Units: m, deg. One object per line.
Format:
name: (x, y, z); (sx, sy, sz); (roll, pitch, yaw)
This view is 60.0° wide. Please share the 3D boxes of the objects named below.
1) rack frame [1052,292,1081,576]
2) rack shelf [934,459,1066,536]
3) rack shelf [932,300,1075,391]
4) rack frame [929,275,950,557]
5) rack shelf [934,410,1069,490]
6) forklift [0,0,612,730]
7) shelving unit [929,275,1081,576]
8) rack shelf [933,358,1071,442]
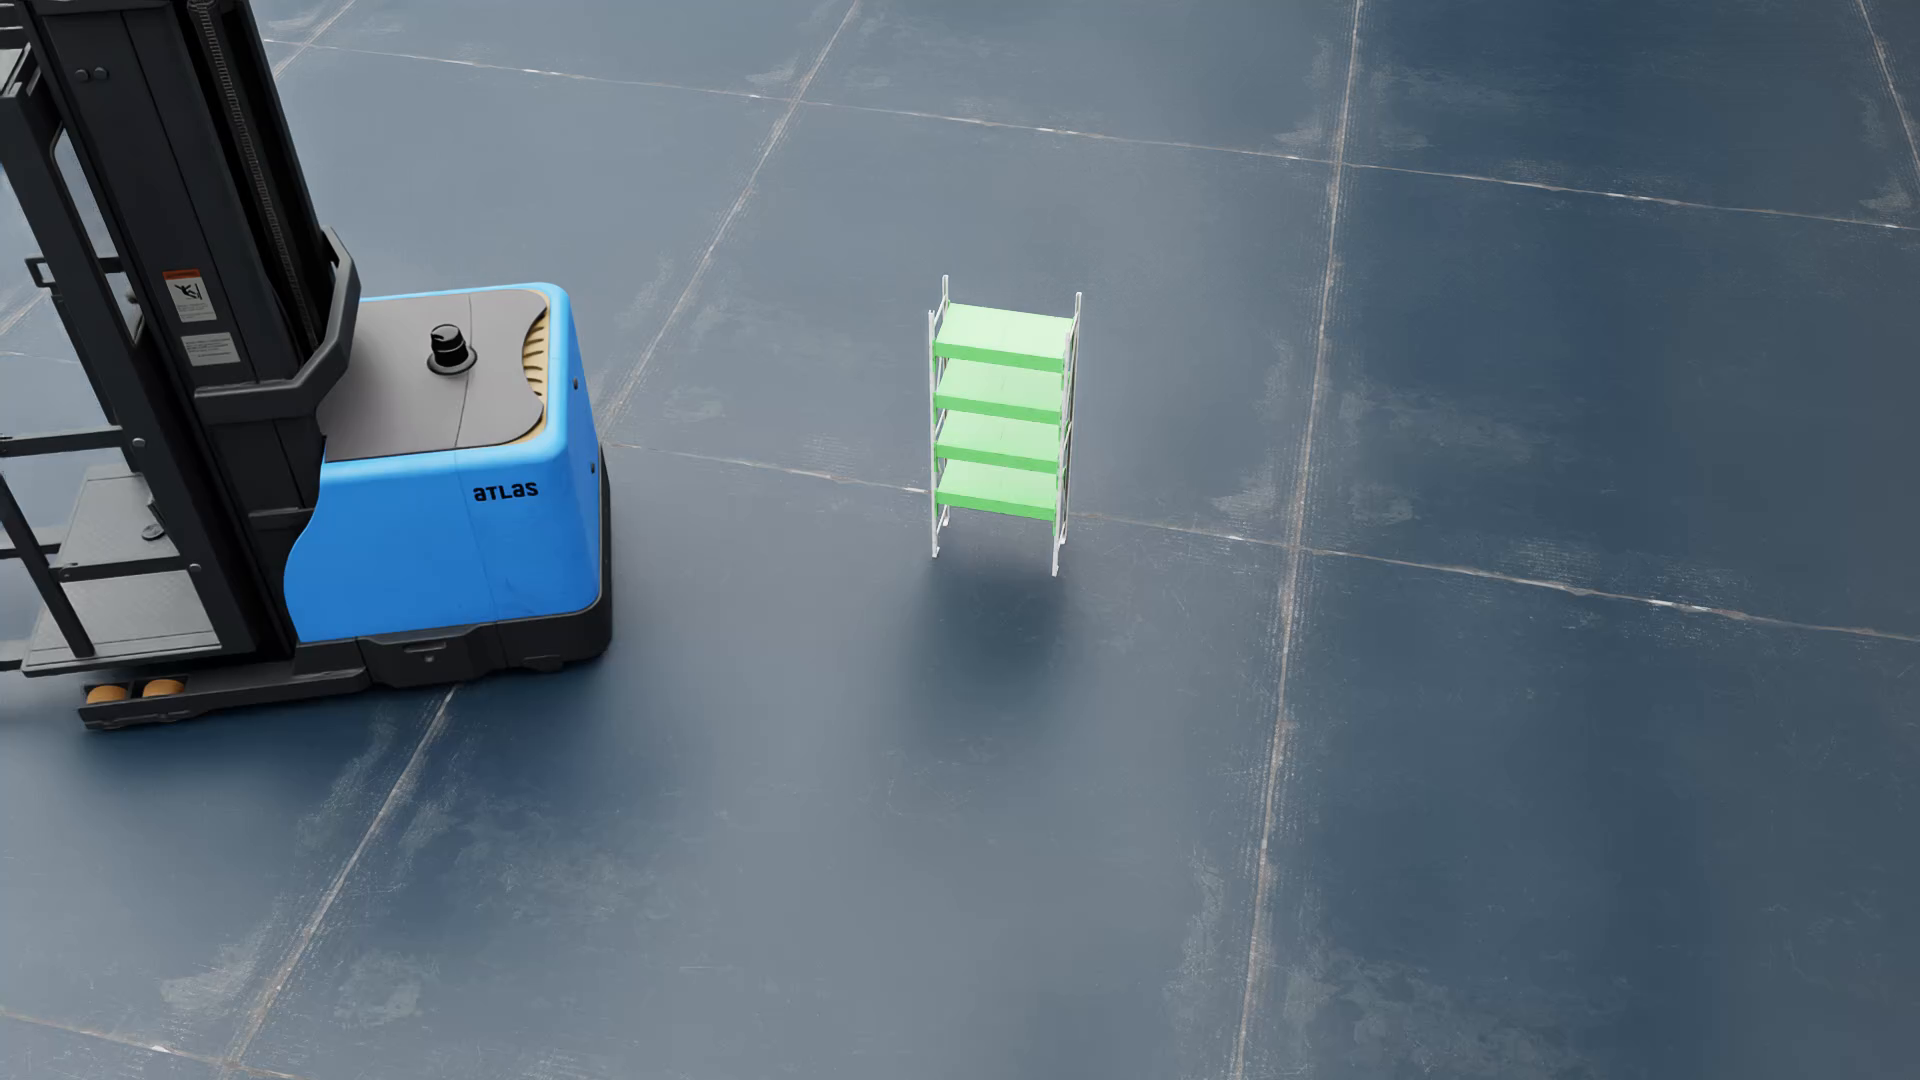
rack frame: (0.400, -0.370, 6.269); (0.015, 1.200, 0.240); (9, 45, 9)
rack shelf: (0.162, -0.188, 6.519); (0.480, 0.148, 0.258); (9, 45, 9)
rack shelf: (0.162, -0.707, 6.019); (0.480, 0.148, 0.258); (9, 45, 9)
rack frame: (-0.077, -0.444, 6.346); (0.015, 1.200, 0.240); (9, 45, 9)
rack shelf: (0.162, -0.361, 6.352); (0.480, 0.148, 0.258); (9, 45, 9)
forklift: (-2.875, -0.766, 5.432); (3.031, 2.935, 1.130); (-6, 44, -7)
shelving unit: (0.162, -0.407, 6.308); (0.503, 1.200, 0.258); (9, 45, 9)
rack shelf: (0.162, -0.534, 6.186); (0.480, 0.148, 0.258); (9, 45, 9)
